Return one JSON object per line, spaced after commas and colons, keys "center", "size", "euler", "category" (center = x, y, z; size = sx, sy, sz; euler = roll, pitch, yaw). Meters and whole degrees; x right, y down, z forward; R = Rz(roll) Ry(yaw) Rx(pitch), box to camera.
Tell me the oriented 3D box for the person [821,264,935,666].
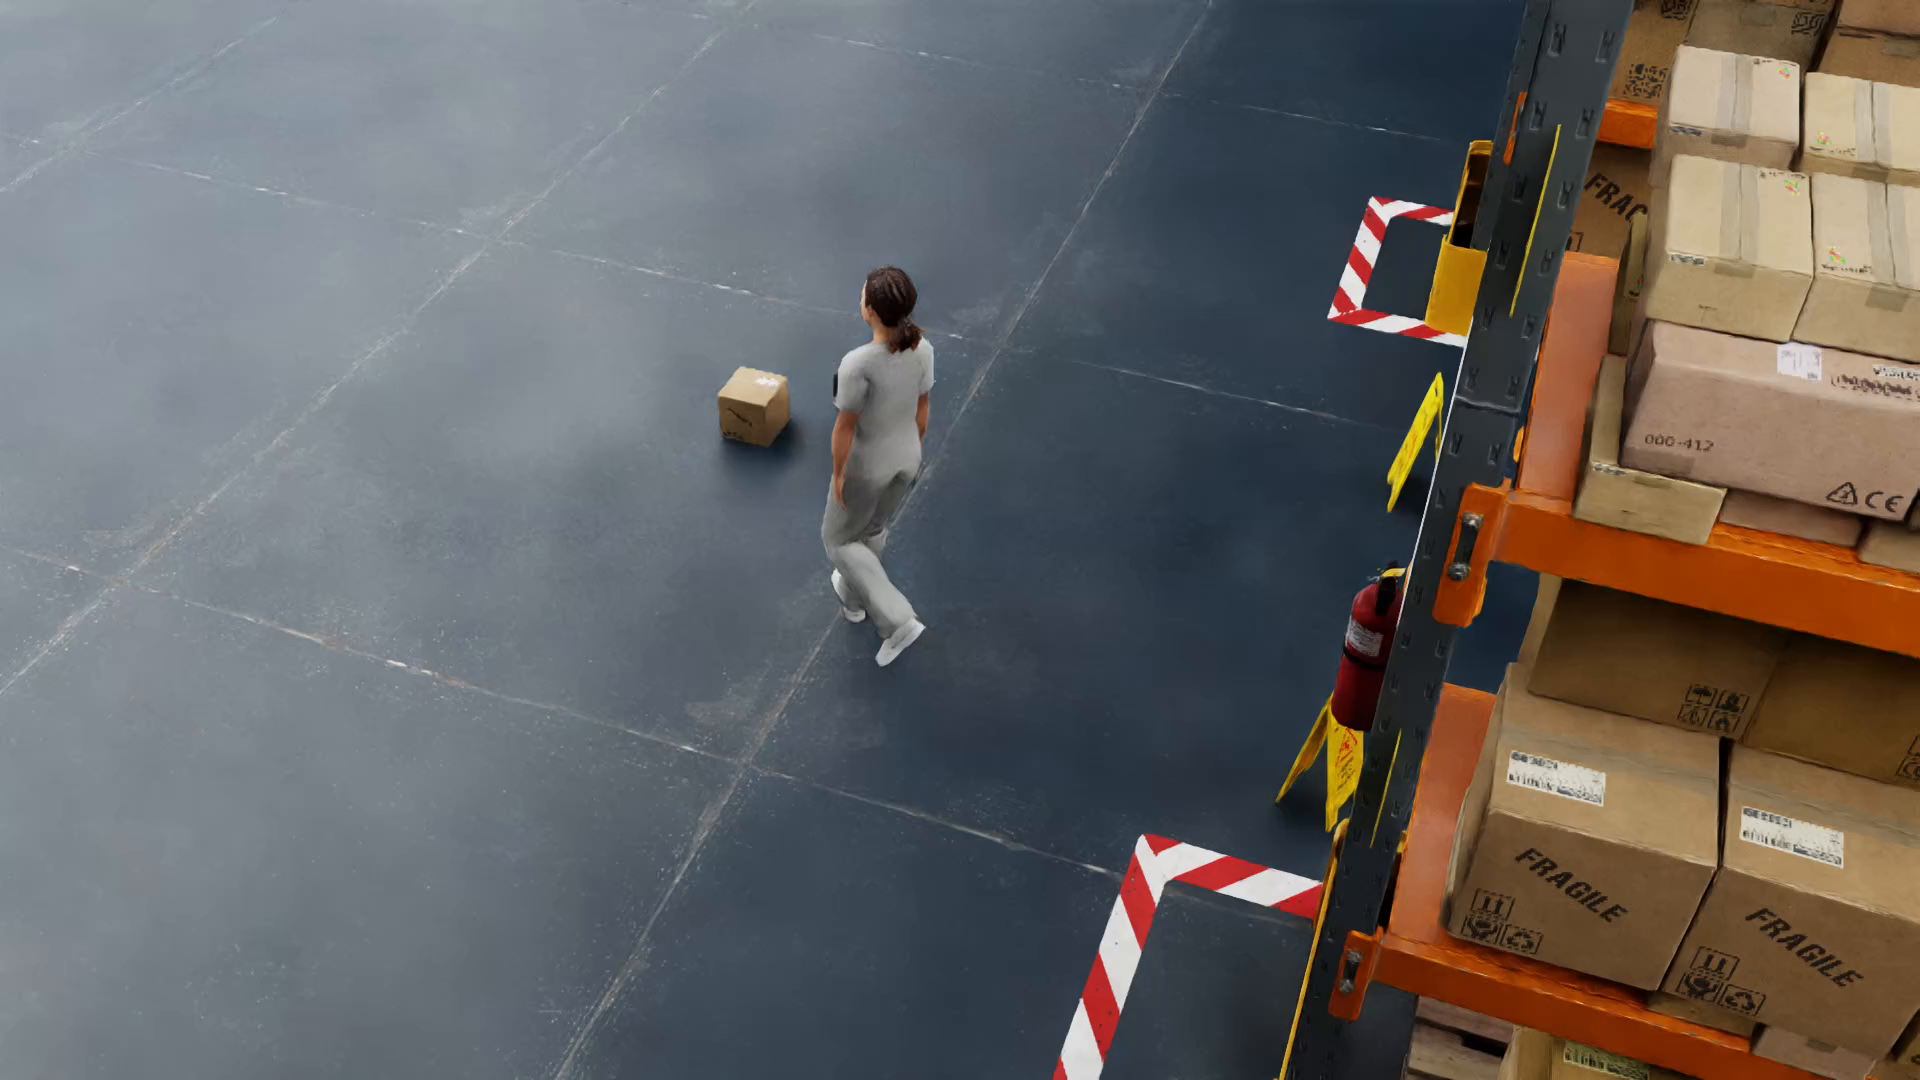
{"center": [-0.279, -0.270, 6.467], "size": [0.506, 1.641, 0.750], "euler": [-25, 48, -26], "category": "person"}
